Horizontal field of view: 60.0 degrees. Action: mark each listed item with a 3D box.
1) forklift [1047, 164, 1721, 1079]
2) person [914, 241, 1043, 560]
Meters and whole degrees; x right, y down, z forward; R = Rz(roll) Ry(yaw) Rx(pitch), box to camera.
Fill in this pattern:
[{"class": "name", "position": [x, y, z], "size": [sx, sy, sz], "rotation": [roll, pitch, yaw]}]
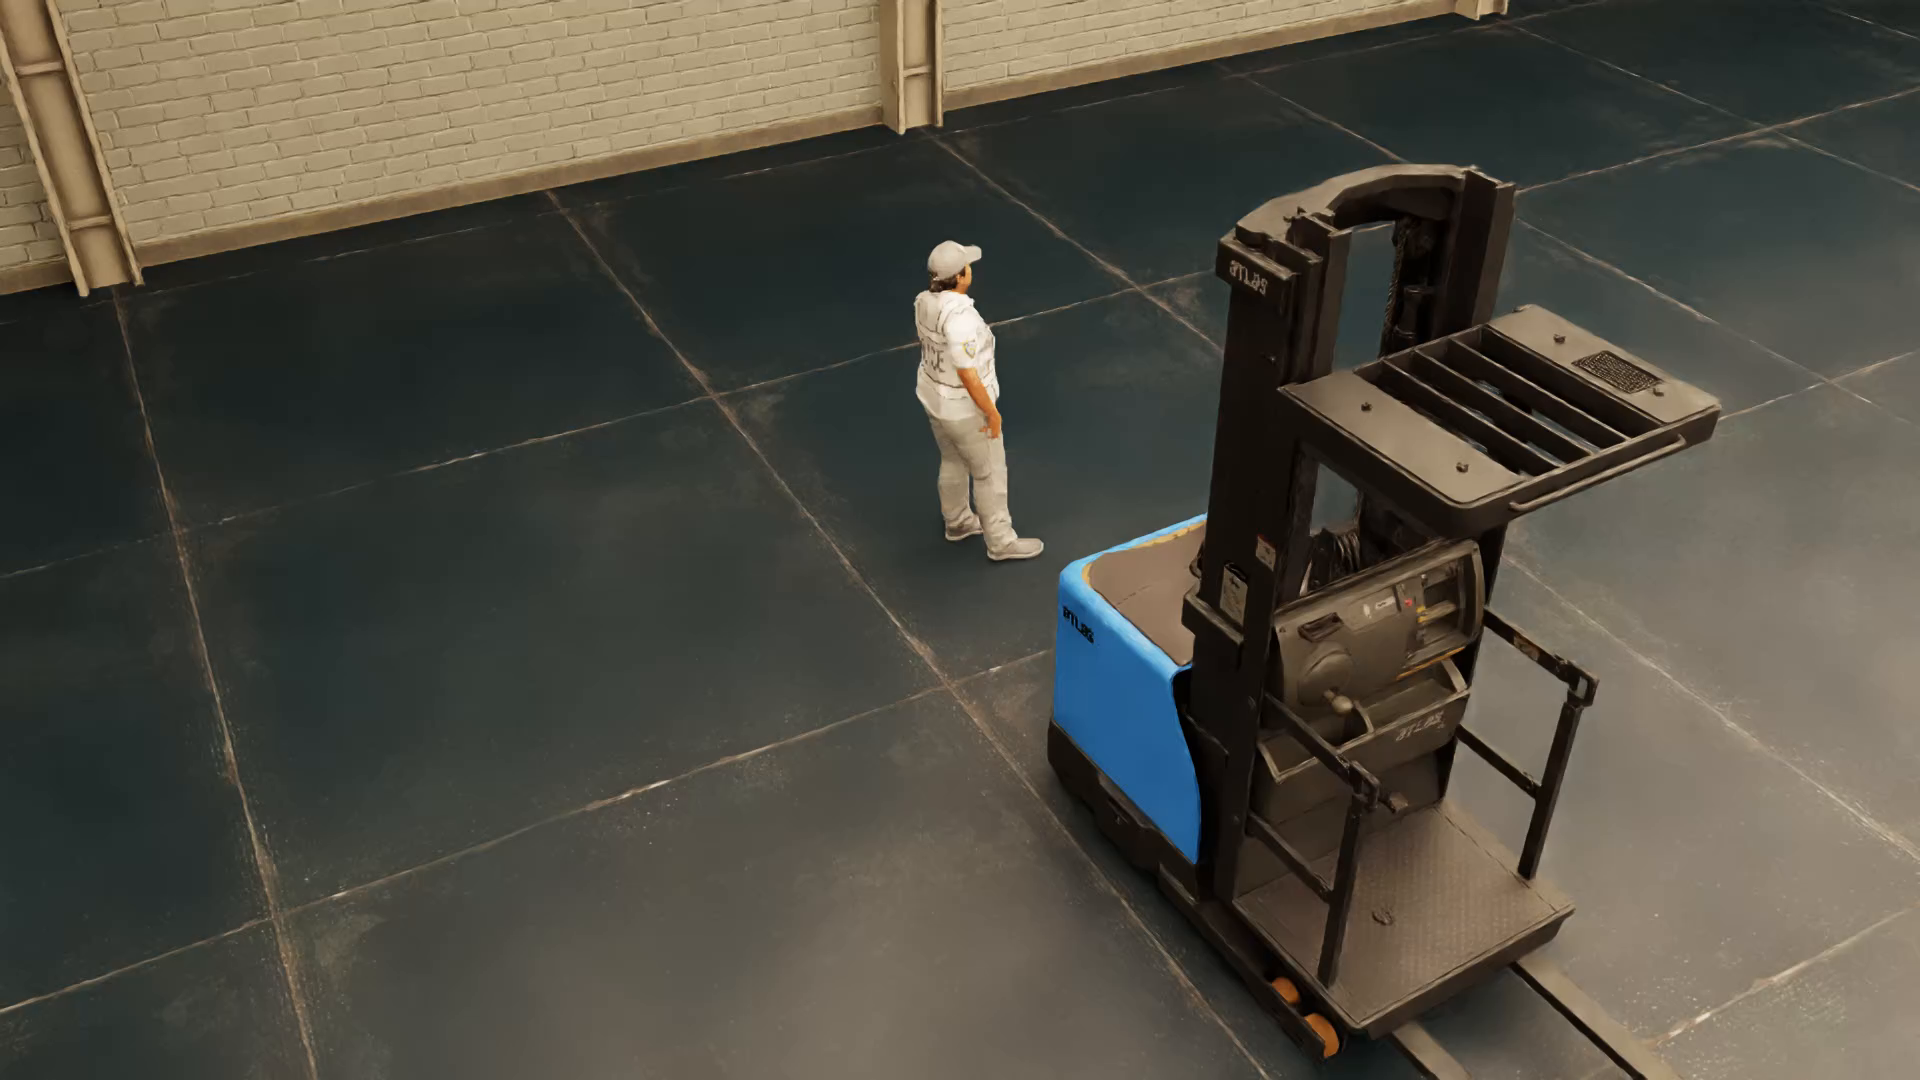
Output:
[{"class": "forklift", "position": [1.570, 0.371, 5.599], "size": [1.130, 2.935, 3.031], "rotation": [-19, 40, -25]}, {"class": "person", "position": [0.078, -0.696, 8.190], "size": [0.529, 1.669, 0.598], "rotation": [-17, 39, -23]}]
